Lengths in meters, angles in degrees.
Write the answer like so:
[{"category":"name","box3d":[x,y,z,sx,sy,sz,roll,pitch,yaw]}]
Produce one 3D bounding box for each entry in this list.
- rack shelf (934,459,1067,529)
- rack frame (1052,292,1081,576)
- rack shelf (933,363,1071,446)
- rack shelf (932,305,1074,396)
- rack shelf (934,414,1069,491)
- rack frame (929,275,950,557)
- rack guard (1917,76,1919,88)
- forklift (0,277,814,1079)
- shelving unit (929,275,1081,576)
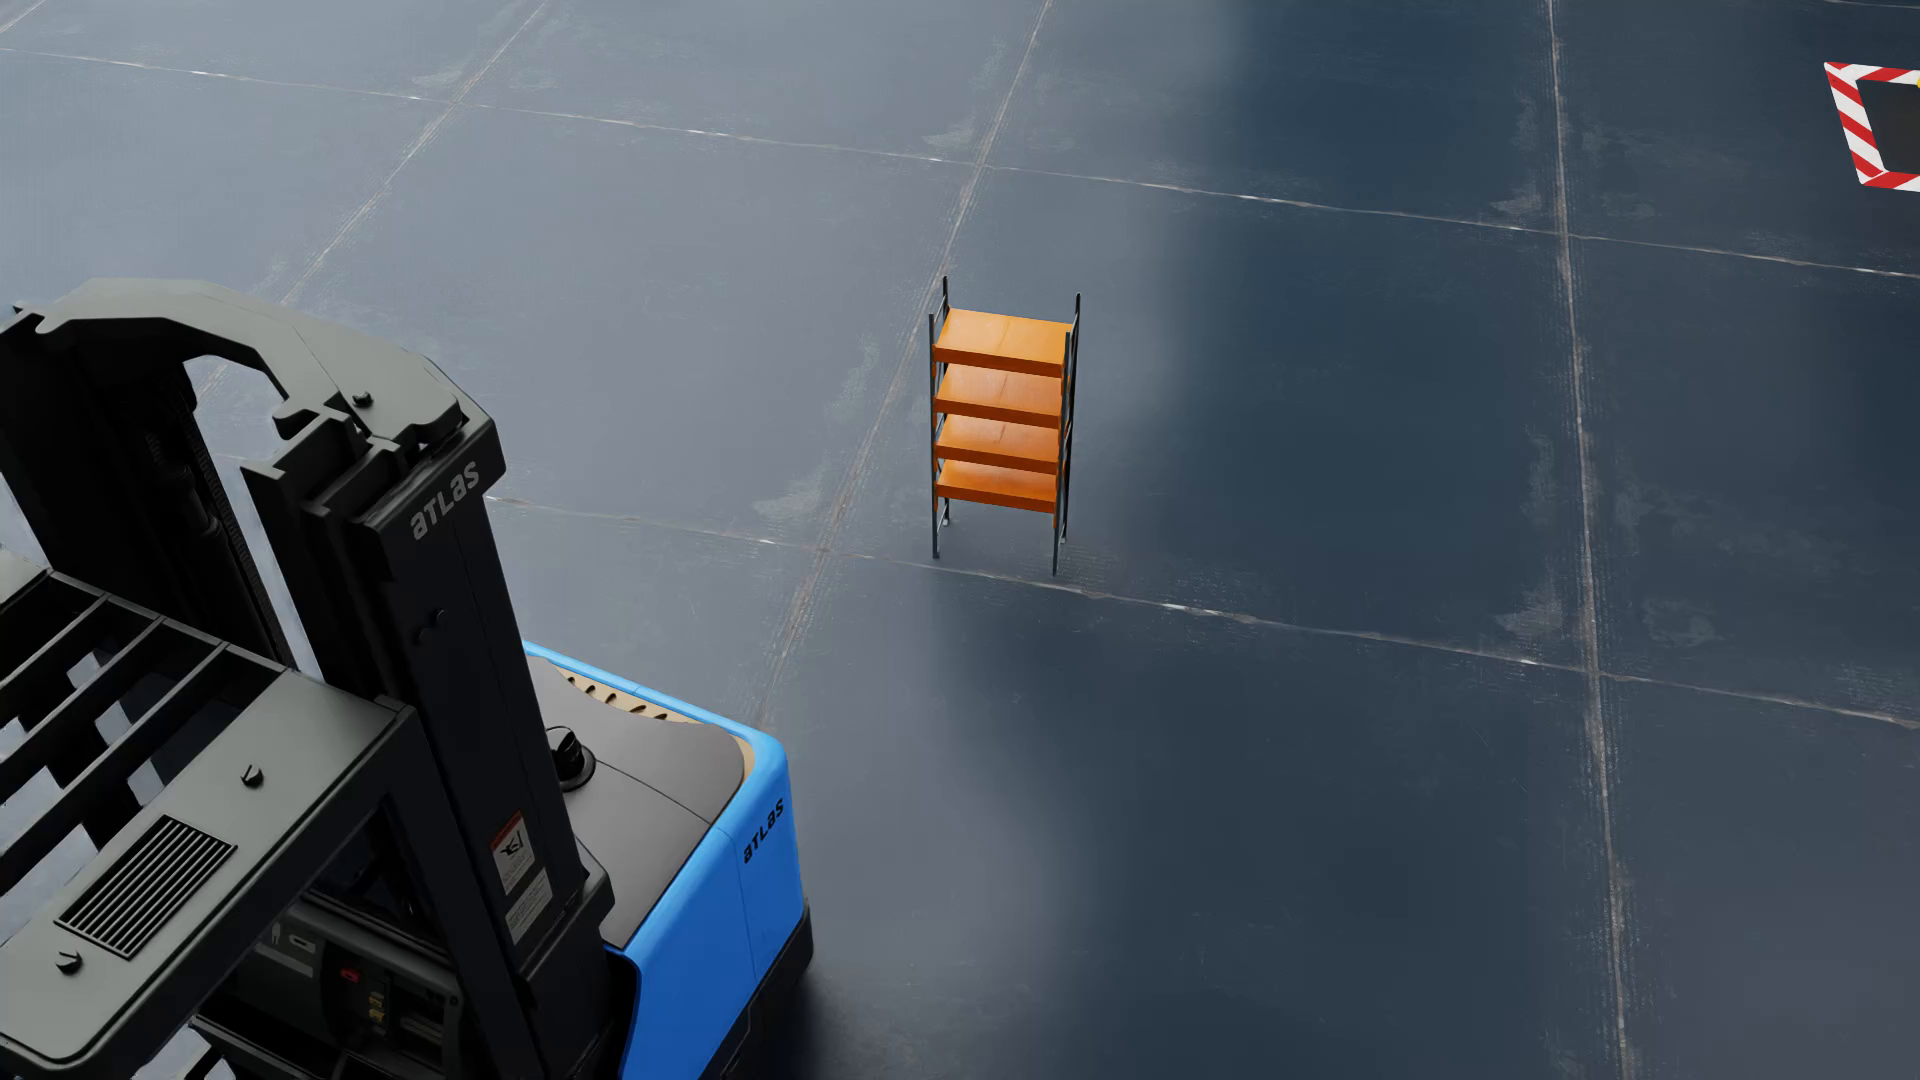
[{"category":"rack shelf","box3d":[0.162,-0.216,6.492,0.480,0.148,0.258,9,45,9]},{"category":"rack frame","box3d":[0.400,-0.370,6.269,0.015,1.200,0.240,9,45,9]},{"category":"rack shelf","box3d":[0.162,-0.520,6.199,0.480,0.148,0.258,9,45,9]},{"category":"rack shelf","box3d":[0.162,-0.690,6.035,0.480,0.148,0.258,9,45,9]},{"category":"rack shelf","box3d":[0.162,-0.359,6.355,0.480,0.148,0.258,9,45,9]},{"category":"rack frame","box3d":[-0.077,-0.444,6.346,0.015,1.200,0.240,9,45,9]},{"category":"rack guard","box3d":[5.492,-2.399,8.881,0.348,0.500,1.175,9,45,9]},{"category":"forklift","box3d":[-1.557,1.057,3.538,1.130,2.935,3.031,18,47,18]},{"category":"shelving unit","box3d":[0.162,-0.407,6.308,0.503,1.200,0.258,9,45,9]}]
